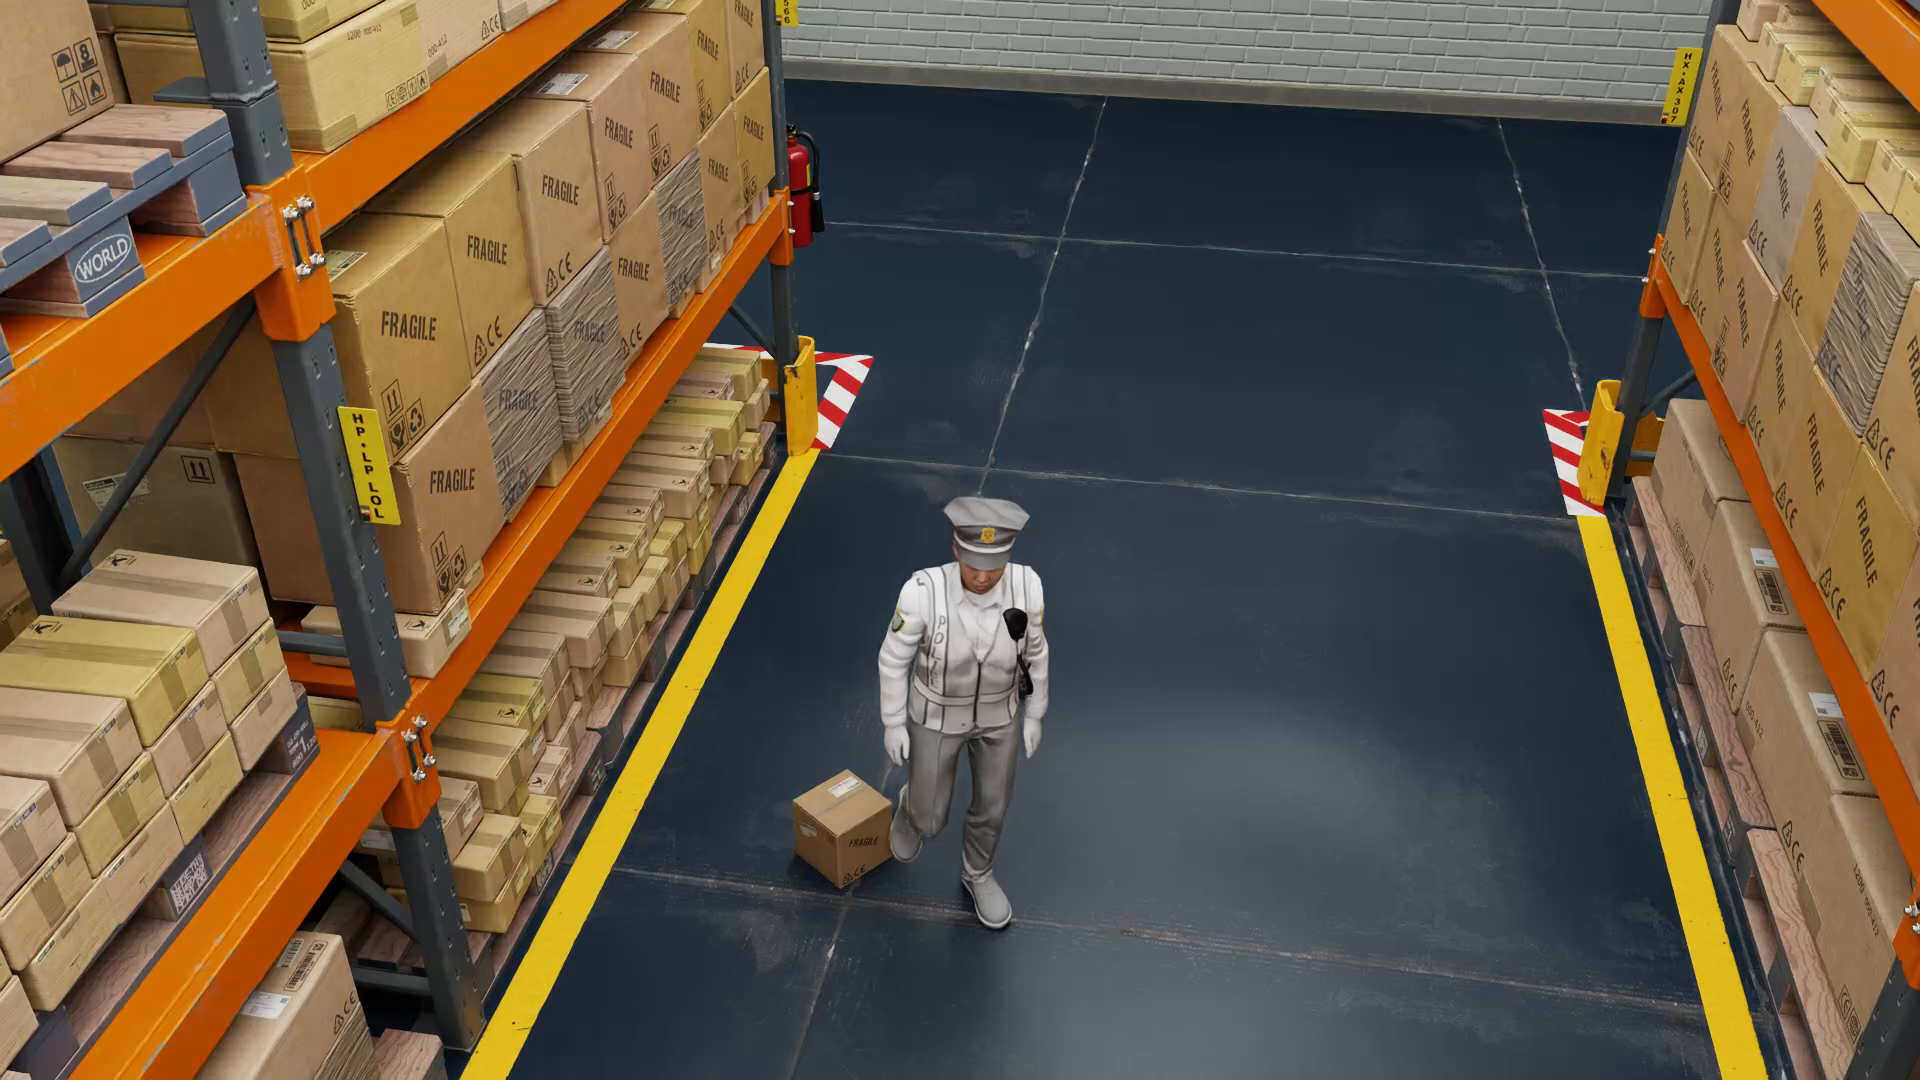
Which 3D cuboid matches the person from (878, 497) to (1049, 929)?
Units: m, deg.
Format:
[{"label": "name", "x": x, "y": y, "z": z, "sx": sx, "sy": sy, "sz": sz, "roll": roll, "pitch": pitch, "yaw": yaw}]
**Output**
[{"label": "person", "x": -0.003, "y": 0.519, "z": 5.297, "sx": 0.535, "sy": 1.661, "sz": 0.592, "roll": -8, "pitch": 33, "yaw": -12}]
